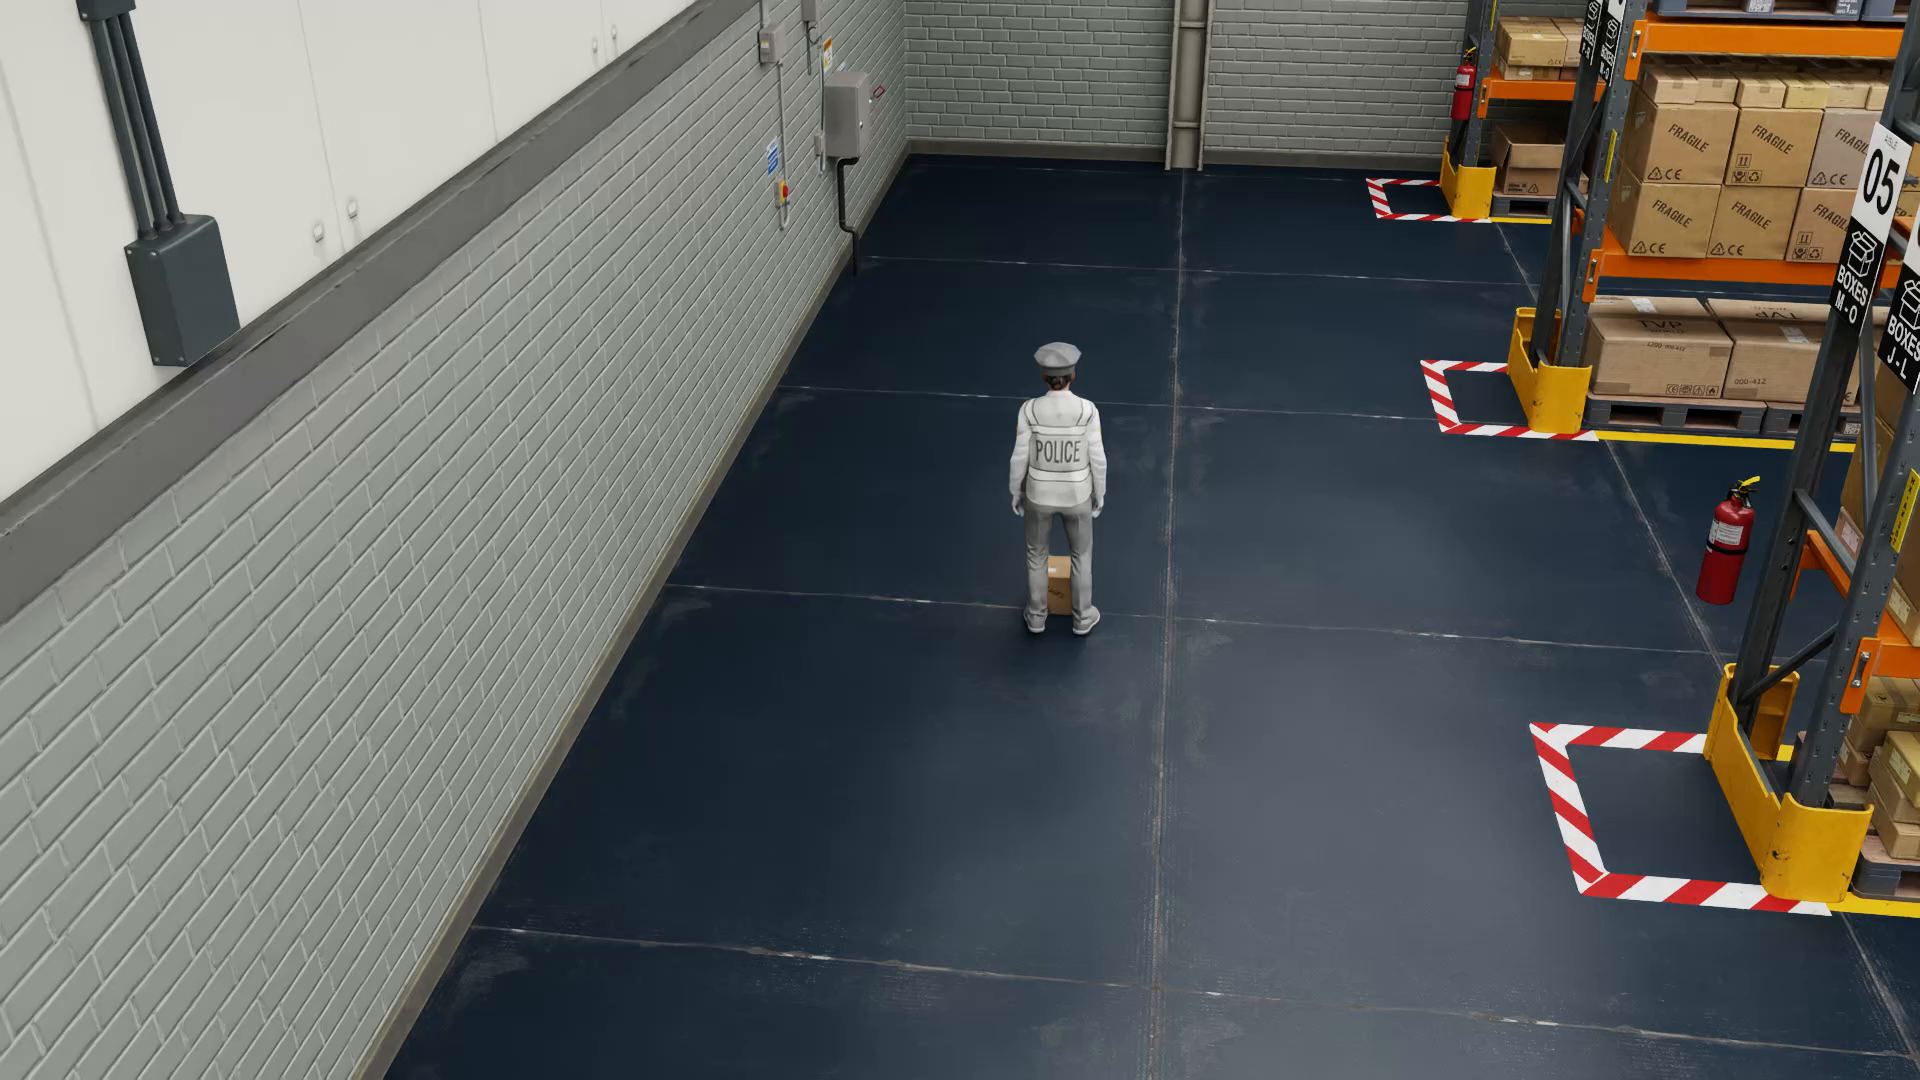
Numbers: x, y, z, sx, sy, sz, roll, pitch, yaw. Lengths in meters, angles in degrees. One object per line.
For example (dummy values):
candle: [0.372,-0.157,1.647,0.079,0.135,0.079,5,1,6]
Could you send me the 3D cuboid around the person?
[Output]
person: [0.530,-0.243,9.069,0.529,1.662,0.376,2,29,4]
